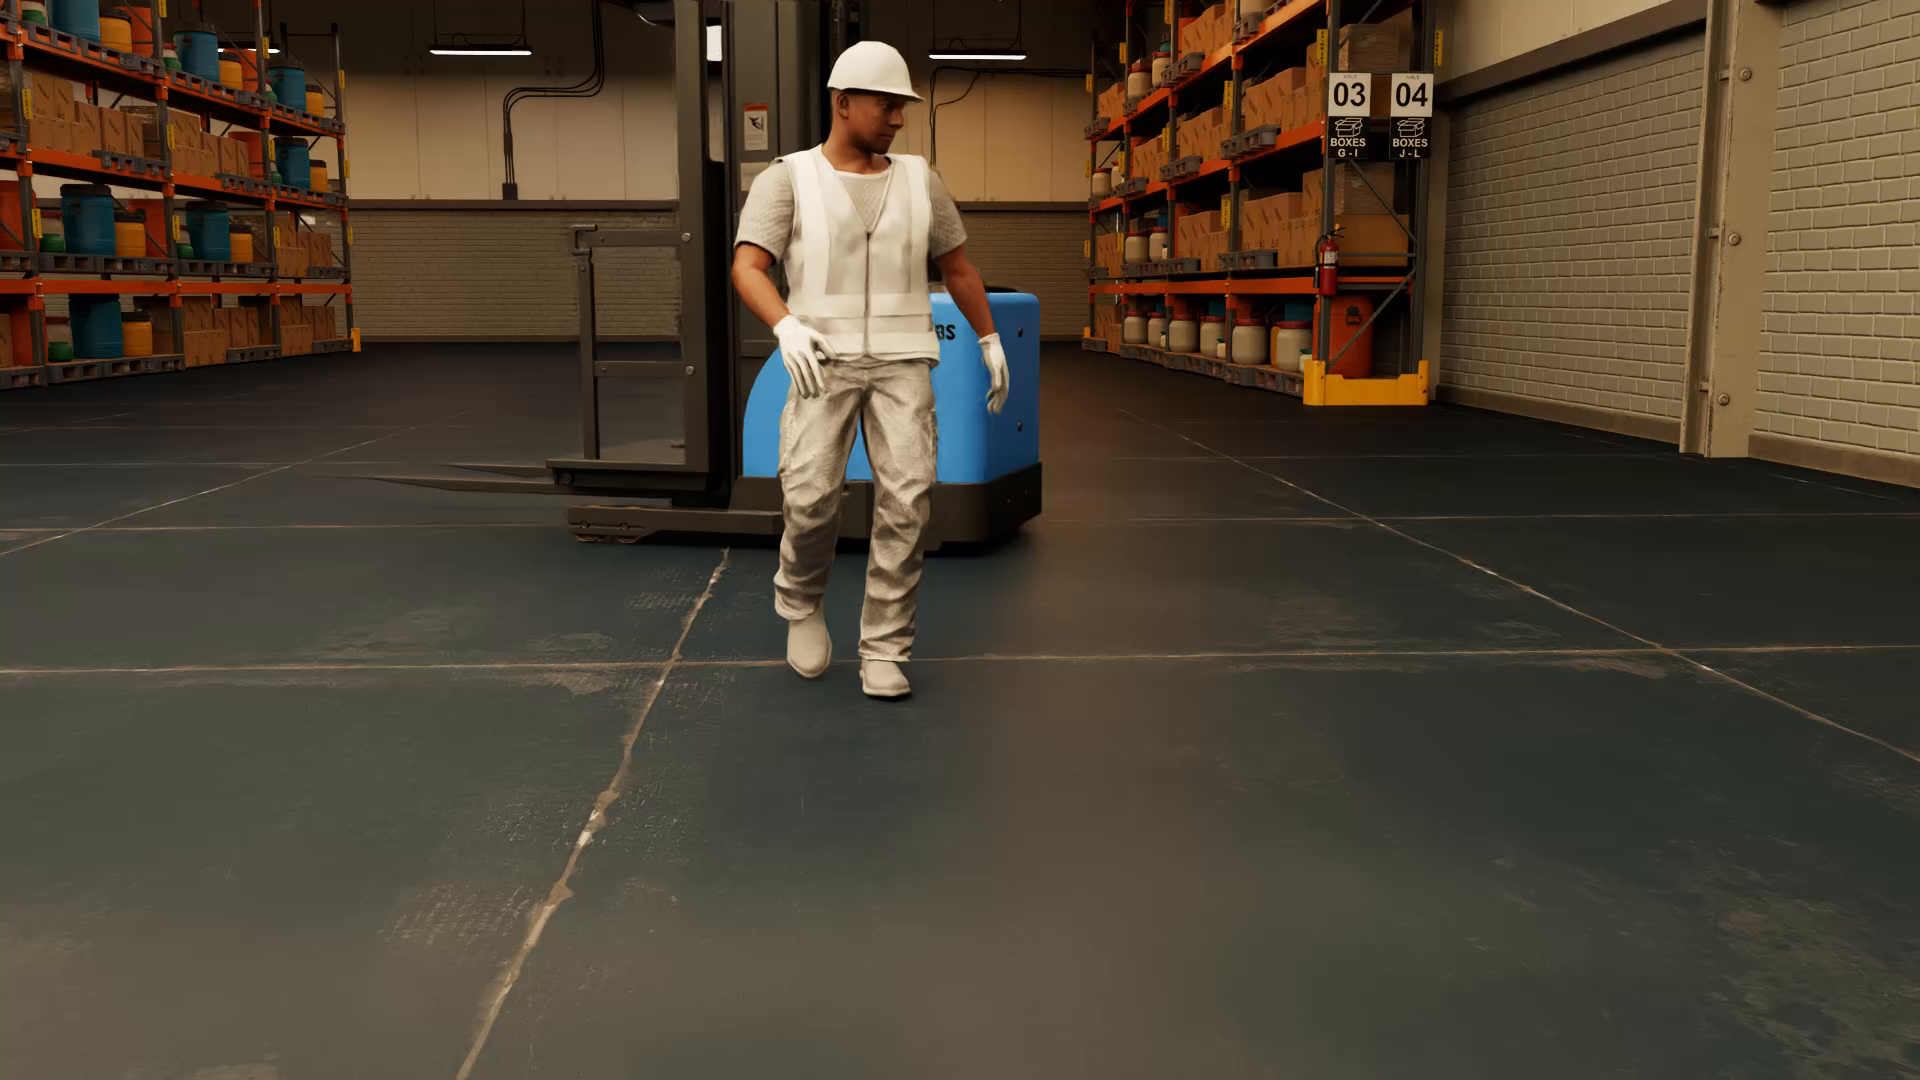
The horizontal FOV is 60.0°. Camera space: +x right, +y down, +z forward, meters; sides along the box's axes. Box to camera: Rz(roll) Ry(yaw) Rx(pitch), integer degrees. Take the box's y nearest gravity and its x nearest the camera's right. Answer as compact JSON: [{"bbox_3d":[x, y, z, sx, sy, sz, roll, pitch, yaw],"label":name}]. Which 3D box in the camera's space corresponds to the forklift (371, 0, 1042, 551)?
[{"bbox_3d":[-1.201,-1.503,7.450,3.031,2.935,1.130,3,9,16],"label":"forklift"}]

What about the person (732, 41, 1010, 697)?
[{"bbox_3d":[-0.222,-0.463,4.513,0.775,1.738,0.530,-1,9,-10],"label":"person"}]
